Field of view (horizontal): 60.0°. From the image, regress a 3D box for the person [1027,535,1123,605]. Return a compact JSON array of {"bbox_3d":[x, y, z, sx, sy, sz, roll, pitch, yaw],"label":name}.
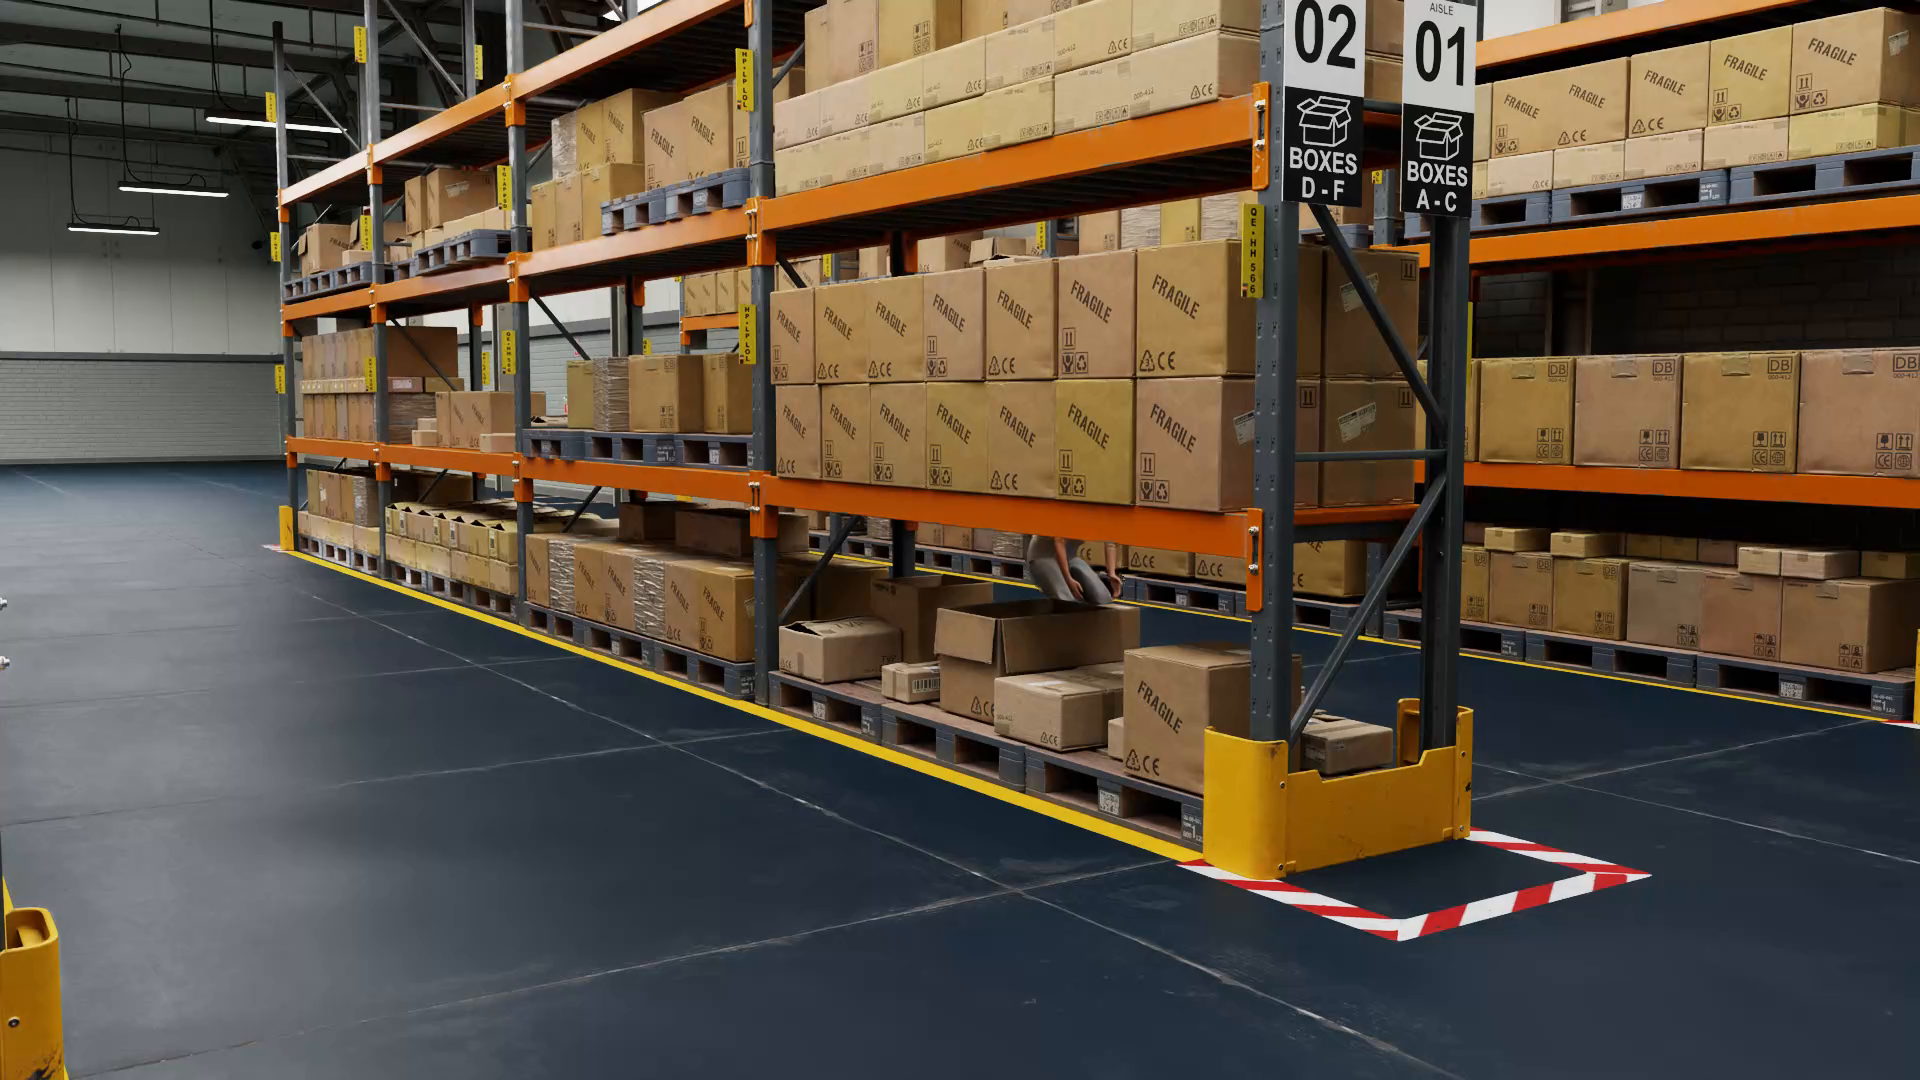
[{"bbox_3d":[0.739,0.170,10.583,0.491,1.335,0.665,-3,6,-34],"label":"person"}]
